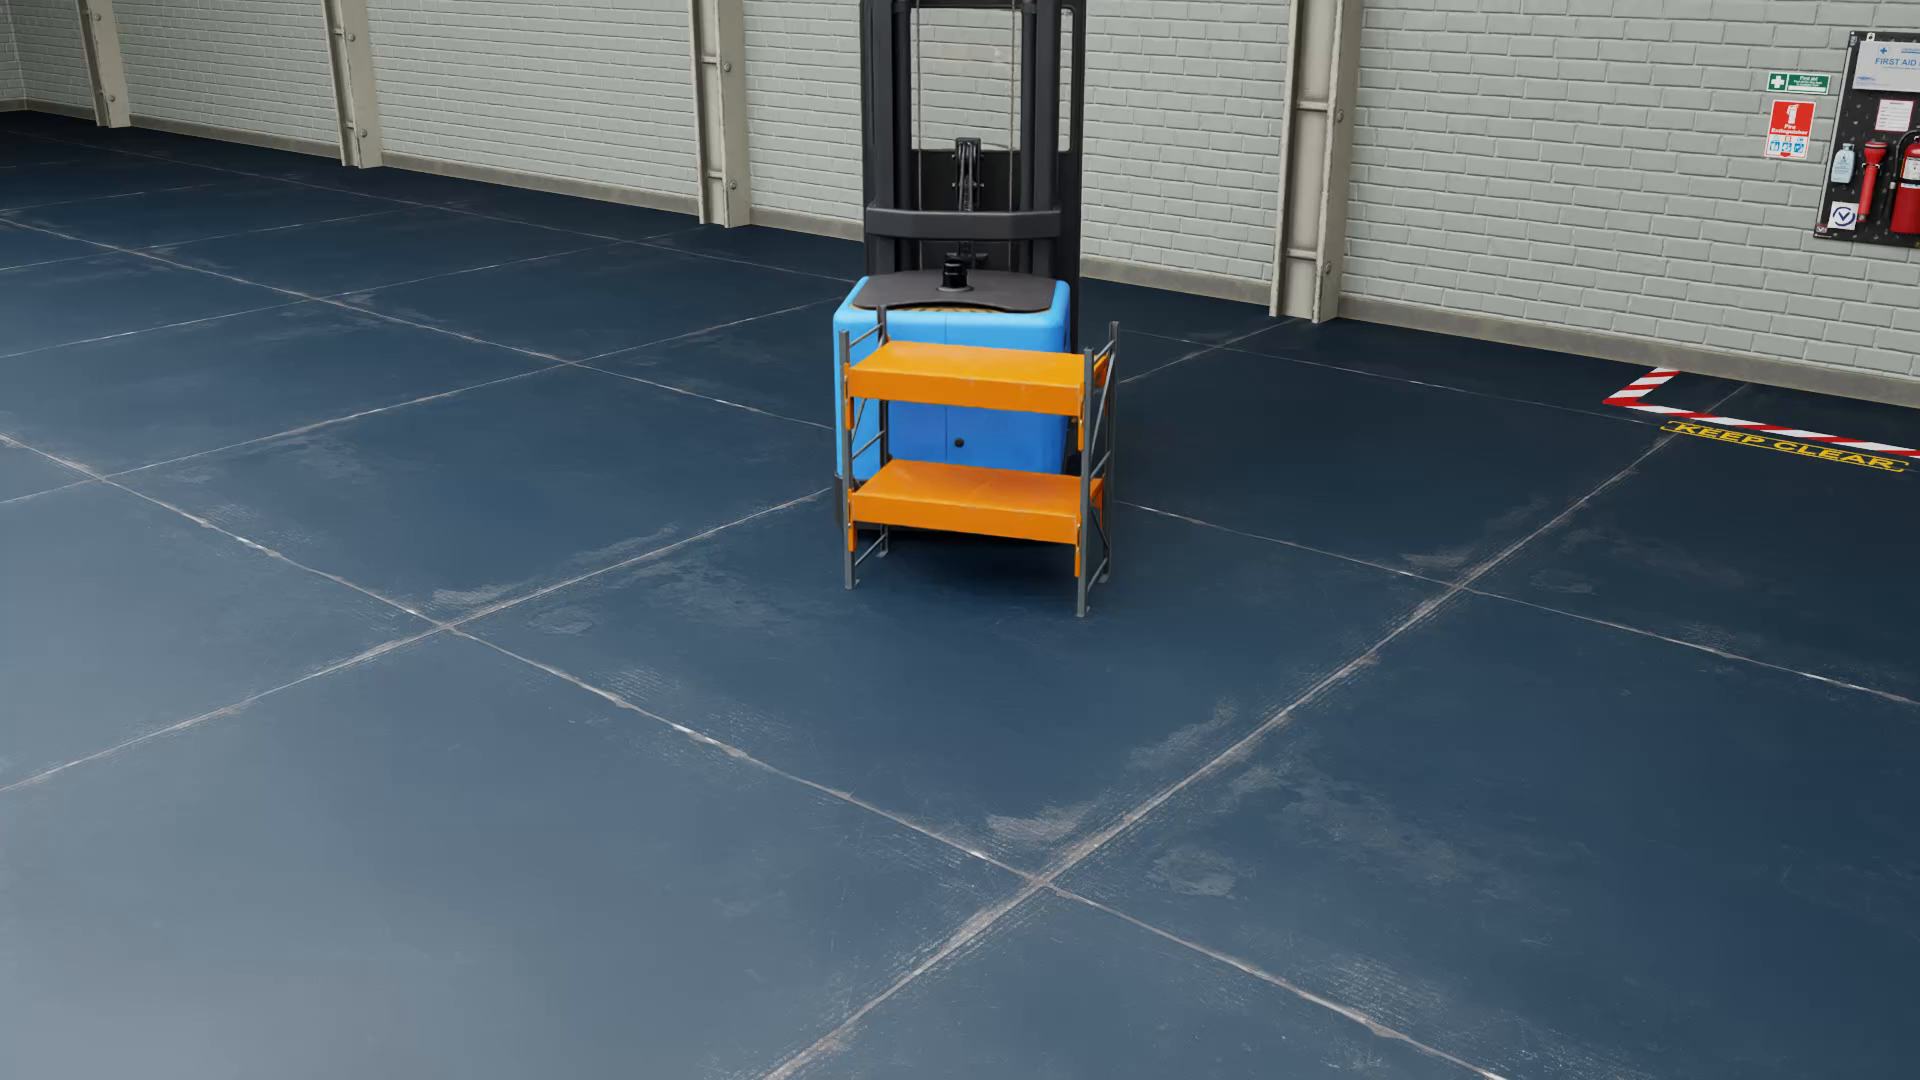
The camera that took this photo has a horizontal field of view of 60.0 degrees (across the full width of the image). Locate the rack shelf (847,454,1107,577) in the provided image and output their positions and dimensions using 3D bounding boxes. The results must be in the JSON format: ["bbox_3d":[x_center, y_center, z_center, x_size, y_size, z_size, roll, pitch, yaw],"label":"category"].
[{"bbox_3d":[0.083,-0.116,7.075,1.000,0.278,0.538,6,22,16],"label":"rack shelf"}]

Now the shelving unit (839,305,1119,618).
[{"bbox_3d":[0.083,-0.345,6.988,1.048,1.125,0.538,6,22,16],"label":"shelving unit"}]

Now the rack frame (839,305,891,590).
[{"bbox_3d":[-0.403,-0.398,7.129,0.032,1.125,0.500,6,22,16],"label":"rack frame"}]

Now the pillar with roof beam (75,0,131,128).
[{"bbox_3d":[-14.199,-8.661,17.881,0.400,9.000,9.100,16,26,36],"label":"pillar with roof beam"}]

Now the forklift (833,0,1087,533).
[{"bbox_3d":[0.085,-1.870,8.472,1.130,2.935,3.031,2,21,5],"label":"forklift"}]

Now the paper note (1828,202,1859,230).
[{"bbox_3d":[5.133,-1.884,9.661,0.142,0.148,0.016,16,26,36],"label":"paper note"}]

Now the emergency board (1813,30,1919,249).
[{"bbox_3d":[5.226,-2.238,9.351,0.643,1.169,0.194,16,26,36],"label":"emergency board"}]

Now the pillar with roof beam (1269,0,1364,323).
[{"bbox_3d":[-0.254,-4.645,7.232,0.400,9.000,9.100,16,26,36],"label":"pillar with roof beam"}]

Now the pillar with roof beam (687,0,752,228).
[{"bbox_3d":[-4.902,-5.983,10.781,0.400,9.000,9.100,16,26,36],"label":"pillar with roof beam"}]

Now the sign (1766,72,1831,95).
[{"bbox_3d":[4.861,-2.650,9.644,0.331,0.109,0.001,16,26,36],"label":"sign"}]

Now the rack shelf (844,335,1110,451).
[{"bbox_3d":[0.083,-0.619,6.885,1.000,0.278,0.538,6,22,16],"label":"rack shelf"}]

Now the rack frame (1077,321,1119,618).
[{"bbox_3d":[0.569,-0.292,6.847,0.032,1.125,0.500,6,22,16],"label":"rack frame"}]

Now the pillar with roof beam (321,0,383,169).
[{"bbox_3d":[-9.550,-7.322,14.331,0.400,9.000,9.100,16,26,36],"label":"pillar with roof beam"}]

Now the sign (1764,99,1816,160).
[{"bbox_3d":[4.863,-2.406,9.746,0.234,0.329,0.001,16,26,36],"label":"sign"}]
